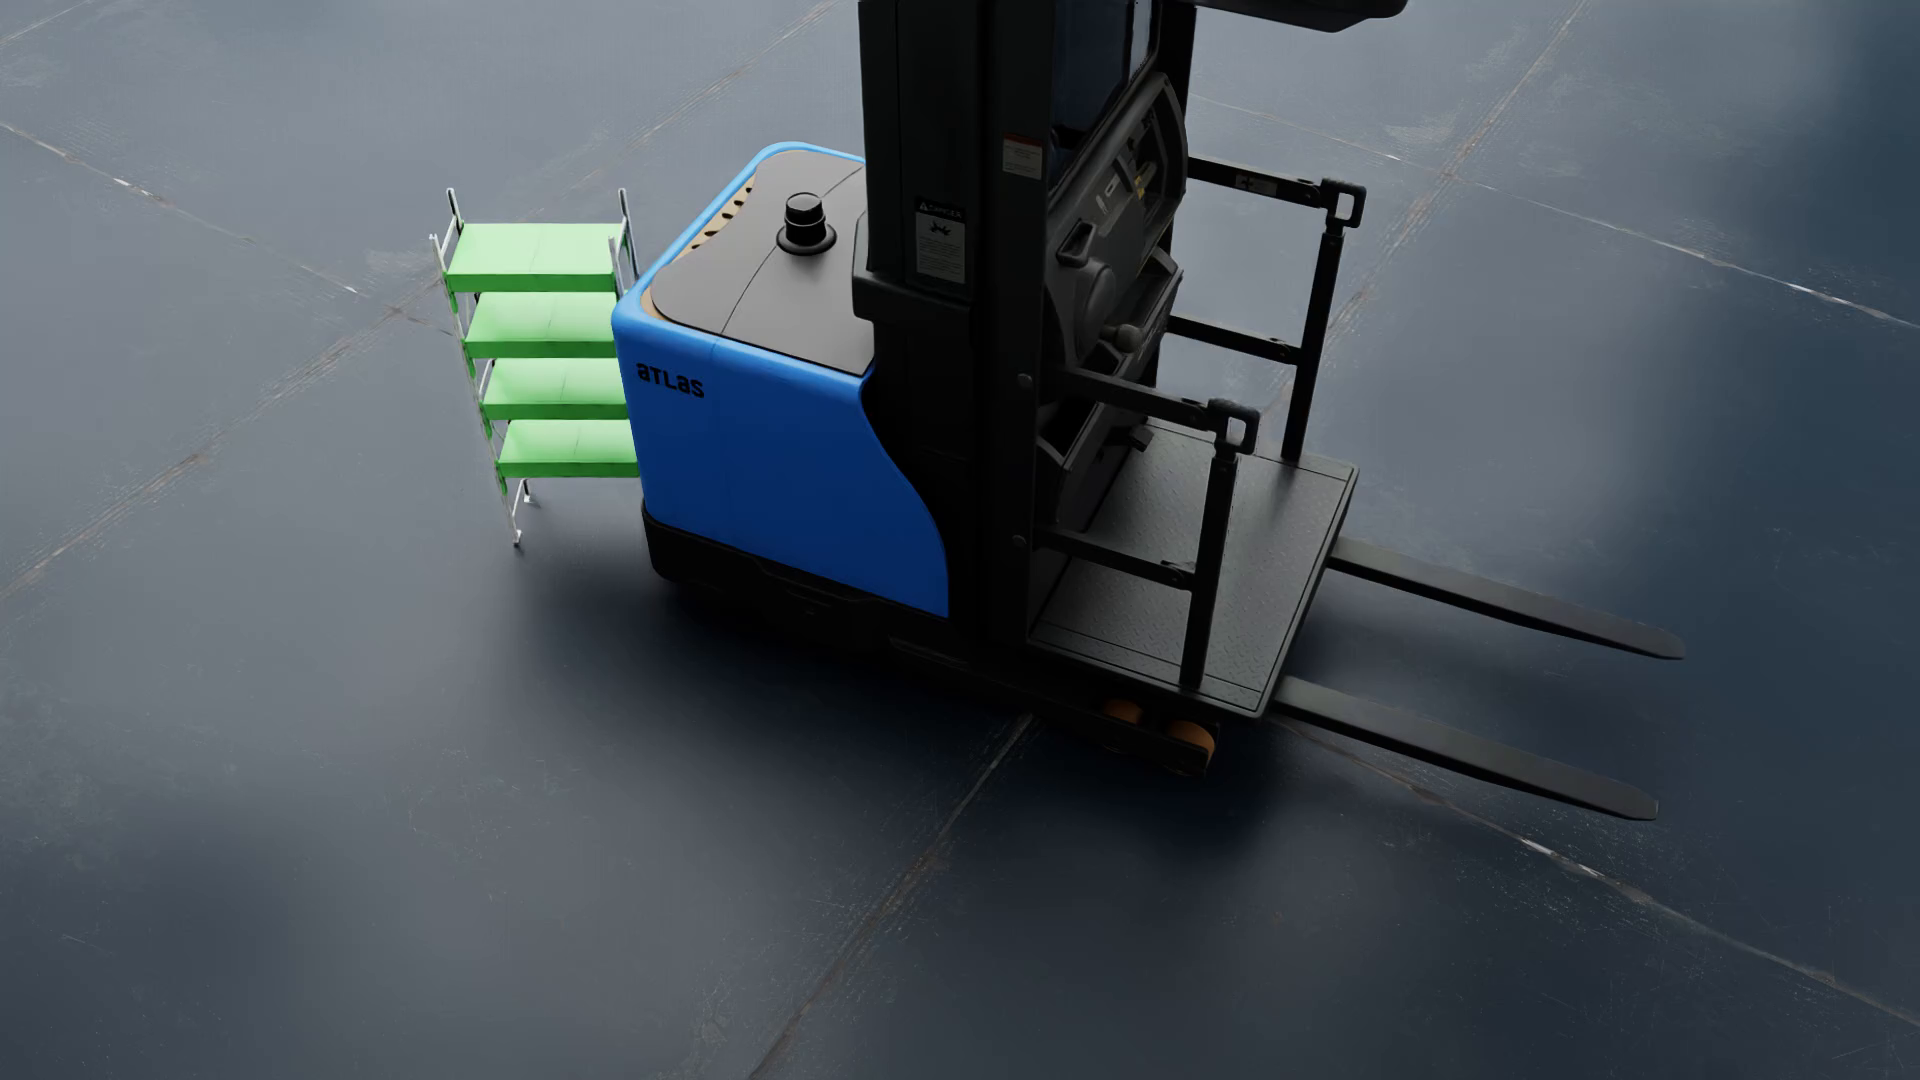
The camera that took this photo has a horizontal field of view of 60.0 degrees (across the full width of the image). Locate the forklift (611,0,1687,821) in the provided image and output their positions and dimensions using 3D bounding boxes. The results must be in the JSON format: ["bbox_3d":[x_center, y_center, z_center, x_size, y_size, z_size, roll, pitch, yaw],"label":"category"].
[{"bbox_3d":[0.586,-0.783,4.139,3.031,2.935,1.130,18,48,16],"label":"forklift"}]

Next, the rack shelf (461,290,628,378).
[{"bbox_3d":[-1.202,-0.616,4.938,0.480,0.148,0.258,0,46,0],"label":"rack shelf"}]

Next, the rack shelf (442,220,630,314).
[{"bbox_3d":[-1.202,-0.784,4.766,0.480,0.148,0.258,0,46,0],"label":"rack shelf"}]

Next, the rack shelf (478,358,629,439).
[{"bbox_3d":[-1.202,-0.449,5.110,0.480,0.148,0.258,0,46,0],"label":"rack shelf"}]

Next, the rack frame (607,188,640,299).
[{"bbox_3d":[-0.958,-0.493,5.064,0.015,1.200,0.240,0,46,0],"label":"rack frame"}]

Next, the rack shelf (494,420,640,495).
[{"bbox_3d":[-1.202,-0.282,5.282,0.480,0.148,0.258,0,46,0],"label":"rack shelf"}]

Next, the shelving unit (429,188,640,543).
[{"bbox_3d":[-1.202,-0.494,5.064,0.503,1.200,0.258,0,46,0],"label":"shelving unit"}]

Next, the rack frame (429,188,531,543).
[{"bbox_3d":[-1.446,-0.494,5.065,0.015,1.200,0.240,0,46,0],"label":"rack frame"}]
